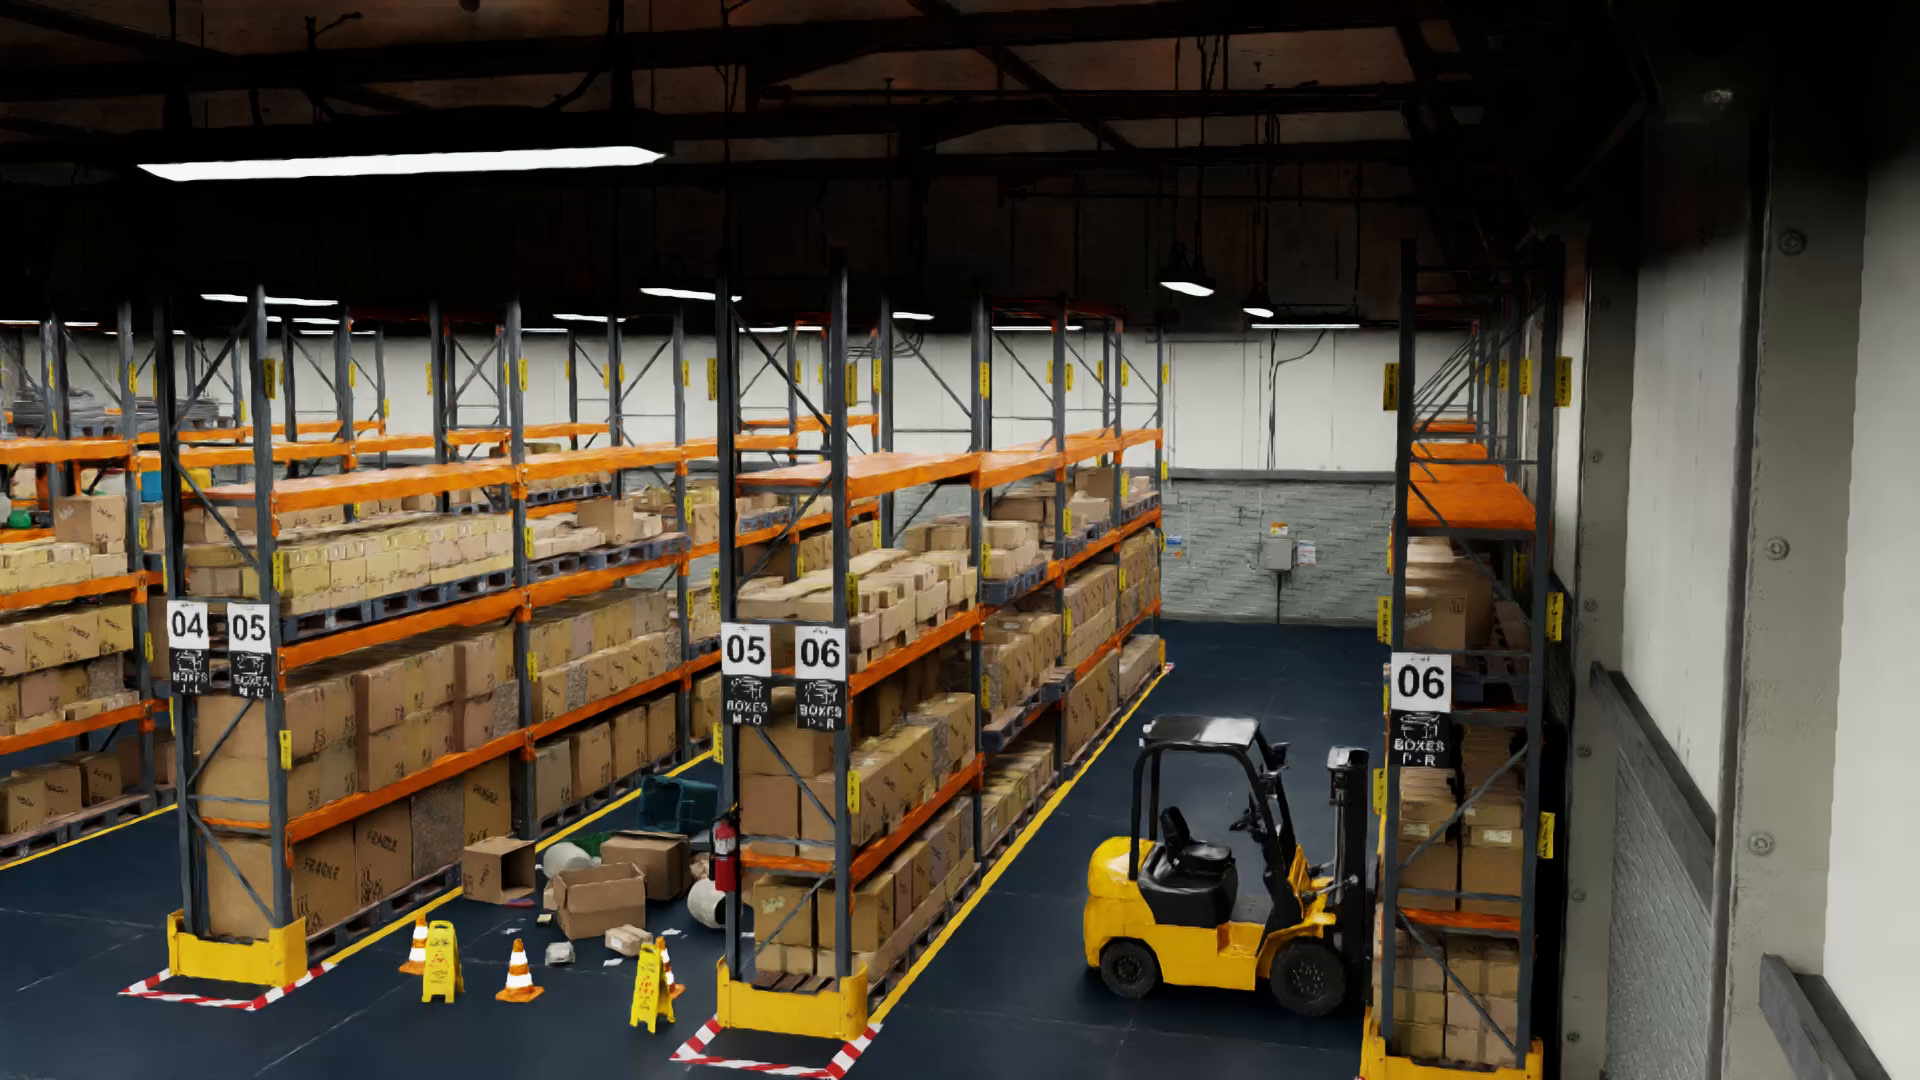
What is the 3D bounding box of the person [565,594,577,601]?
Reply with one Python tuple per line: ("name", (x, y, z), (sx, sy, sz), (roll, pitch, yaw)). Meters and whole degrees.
("person", (-5.998, 1.621, 25.855), (0.446, 1.589, 1.095), (1, 6, 14))
